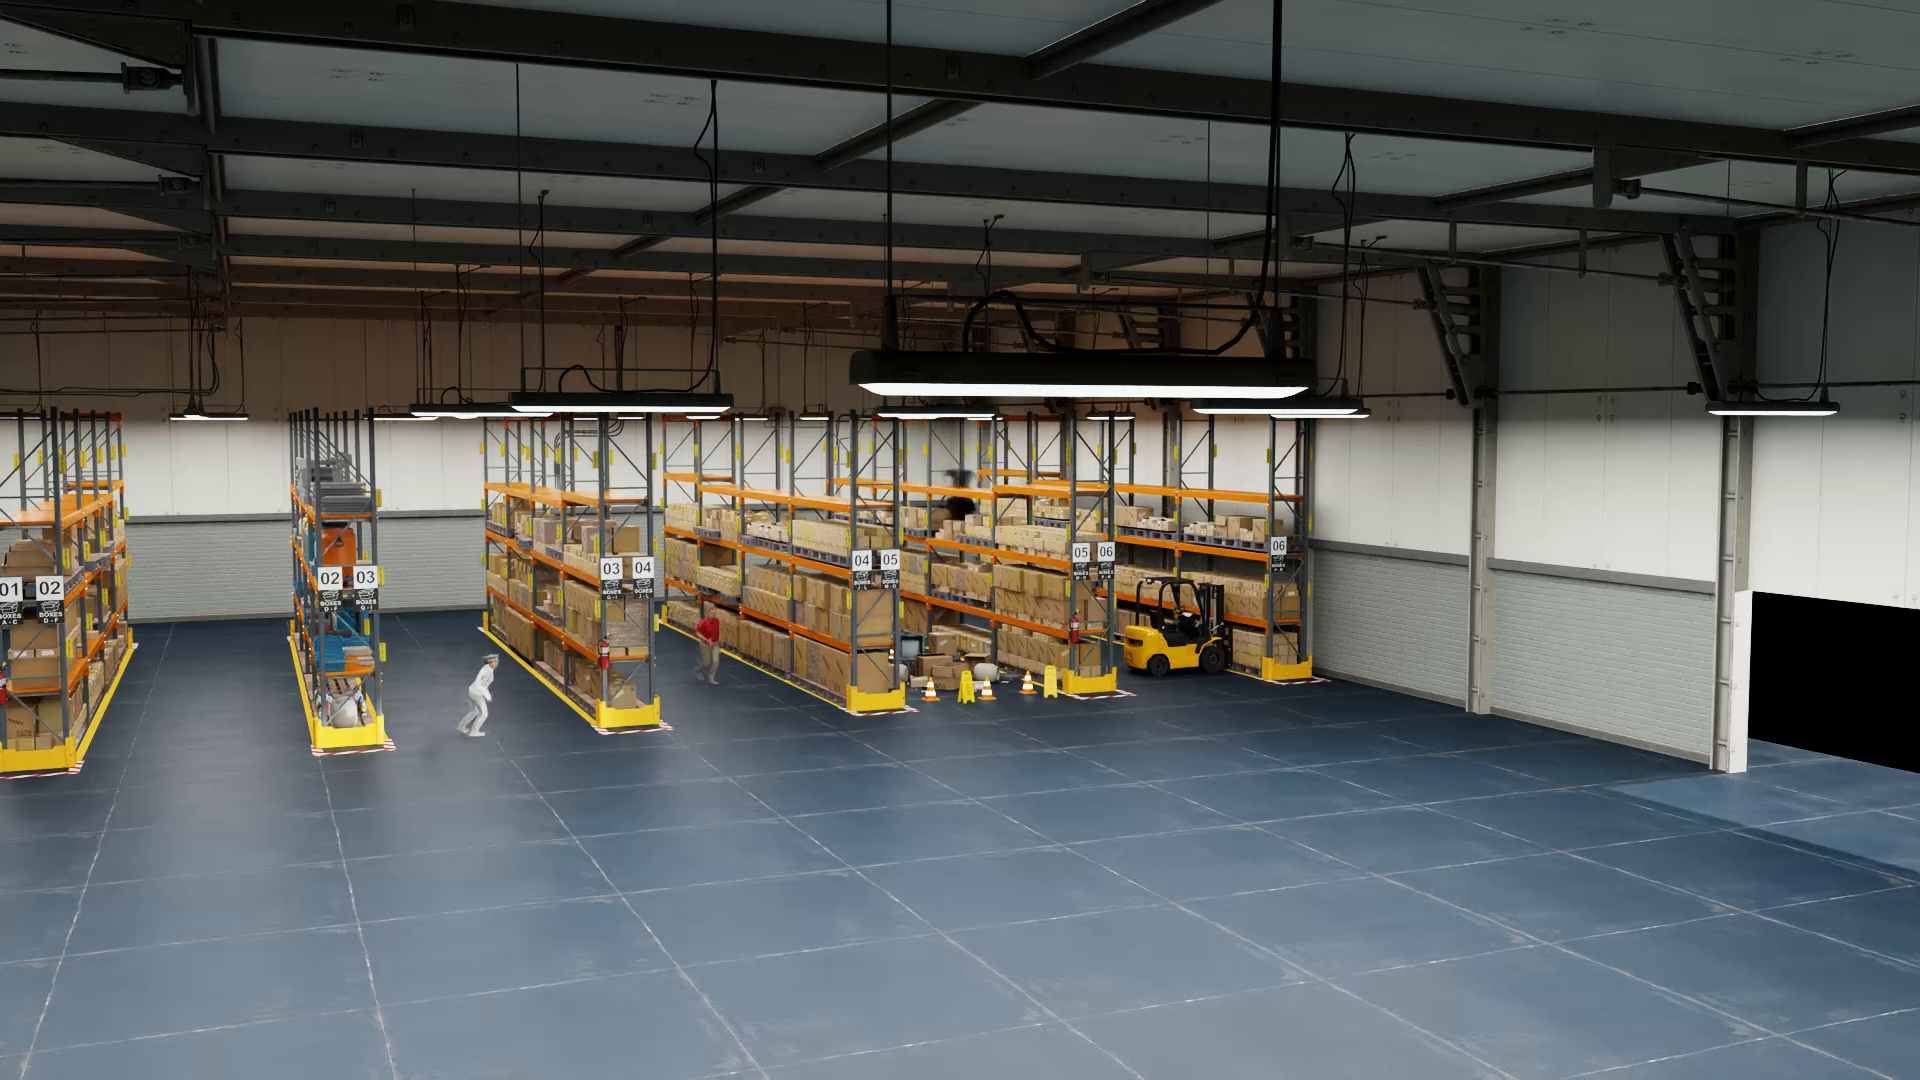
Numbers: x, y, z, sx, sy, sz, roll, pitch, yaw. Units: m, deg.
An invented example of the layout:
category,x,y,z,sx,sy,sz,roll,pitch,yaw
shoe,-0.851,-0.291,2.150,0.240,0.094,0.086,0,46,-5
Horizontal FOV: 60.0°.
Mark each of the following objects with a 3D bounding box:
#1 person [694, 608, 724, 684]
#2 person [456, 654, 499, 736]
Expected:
category,x,y,z,sx,sy,sz,roll,pitch,yaw
person,-5.566,2.330,36.685,0.659,1.677,0.776,-3,5,-38
person,-8.829,2.836,30.413,0.829,1.519,0.608,-1,4,-9
